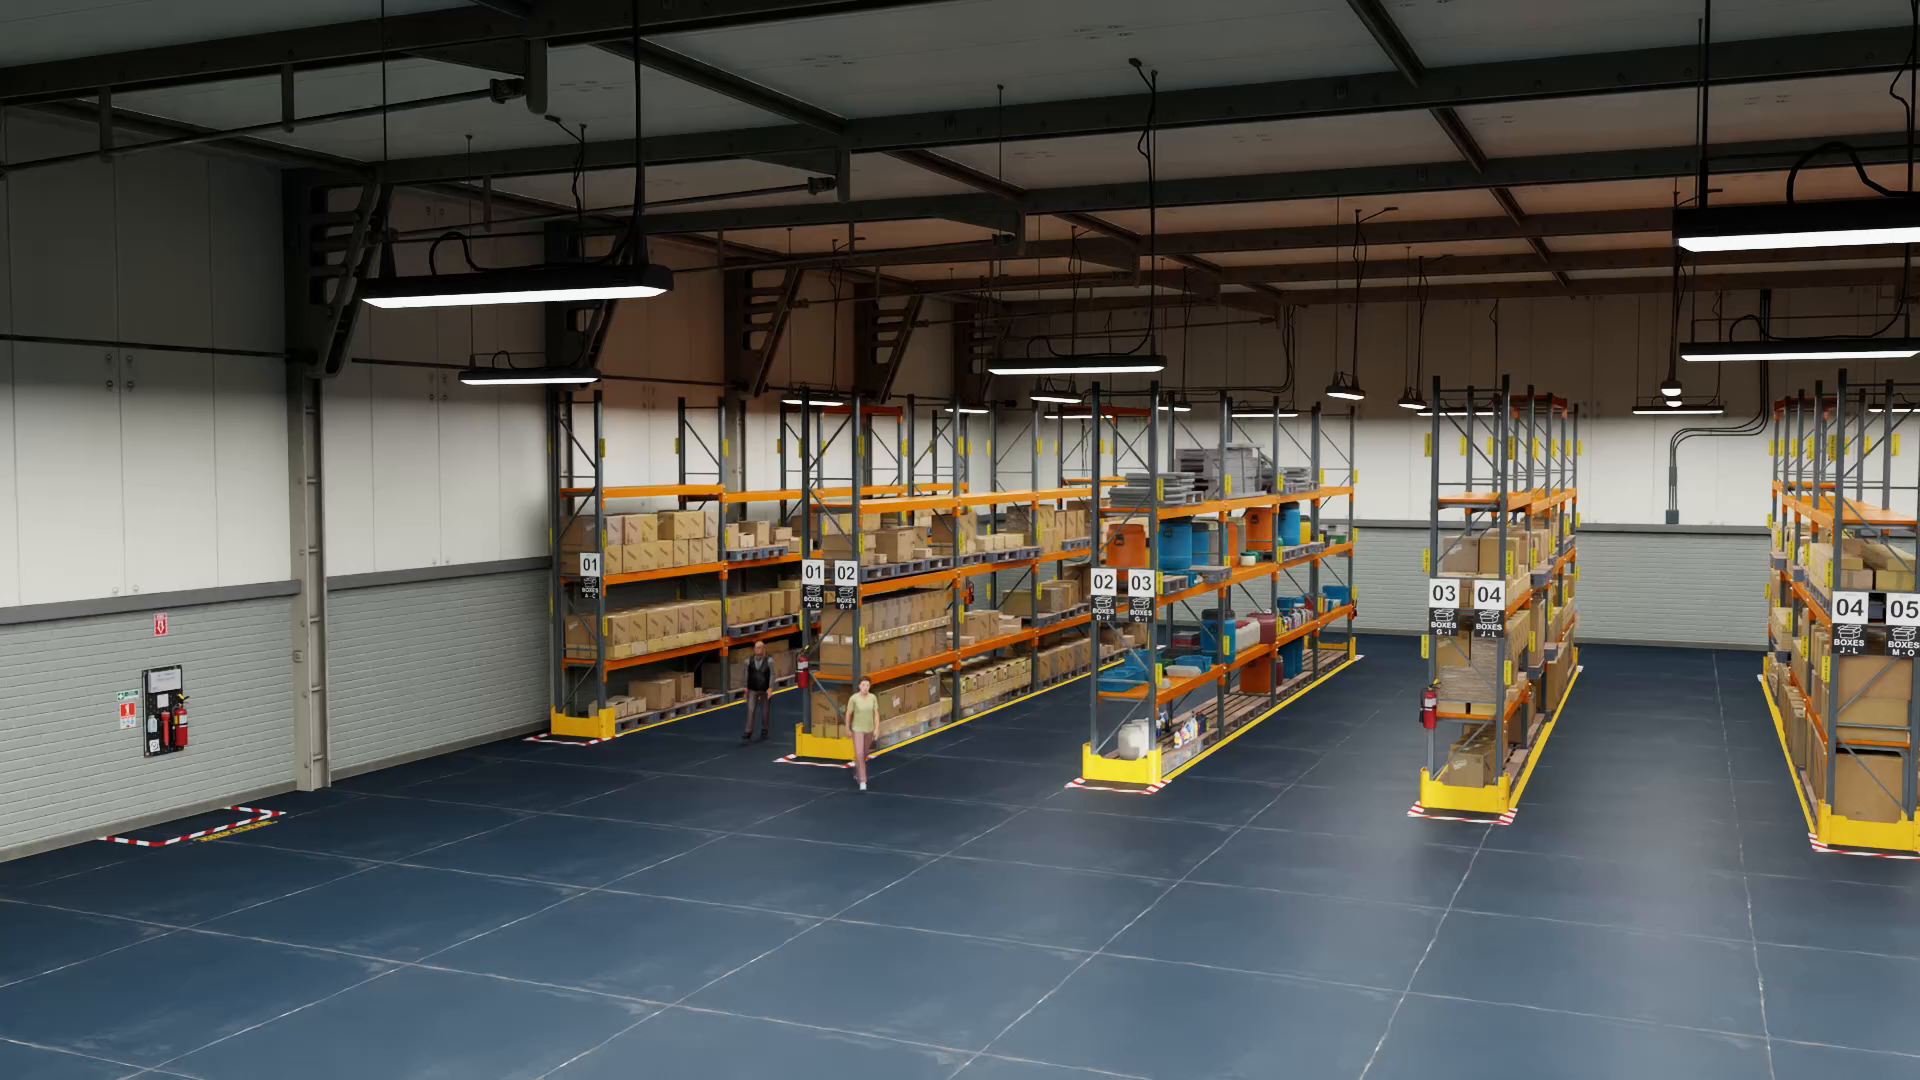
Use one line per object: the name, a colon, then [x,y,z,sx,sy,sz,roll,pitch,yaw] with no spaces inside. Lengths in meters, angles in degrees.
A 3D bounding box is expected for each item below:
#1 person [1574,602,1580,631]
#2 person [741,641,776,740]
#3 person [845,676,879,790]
person: [14.455,2.012,39.536,0.447,1.569,1.066,-1,3,-10]
person: [-3.438,2.571,28.429,0.570,1.663,1.054,0,3,-5]
person: [-1.417,2.810,24.489,0.493,1.618,0.959,-2,4,-28]
